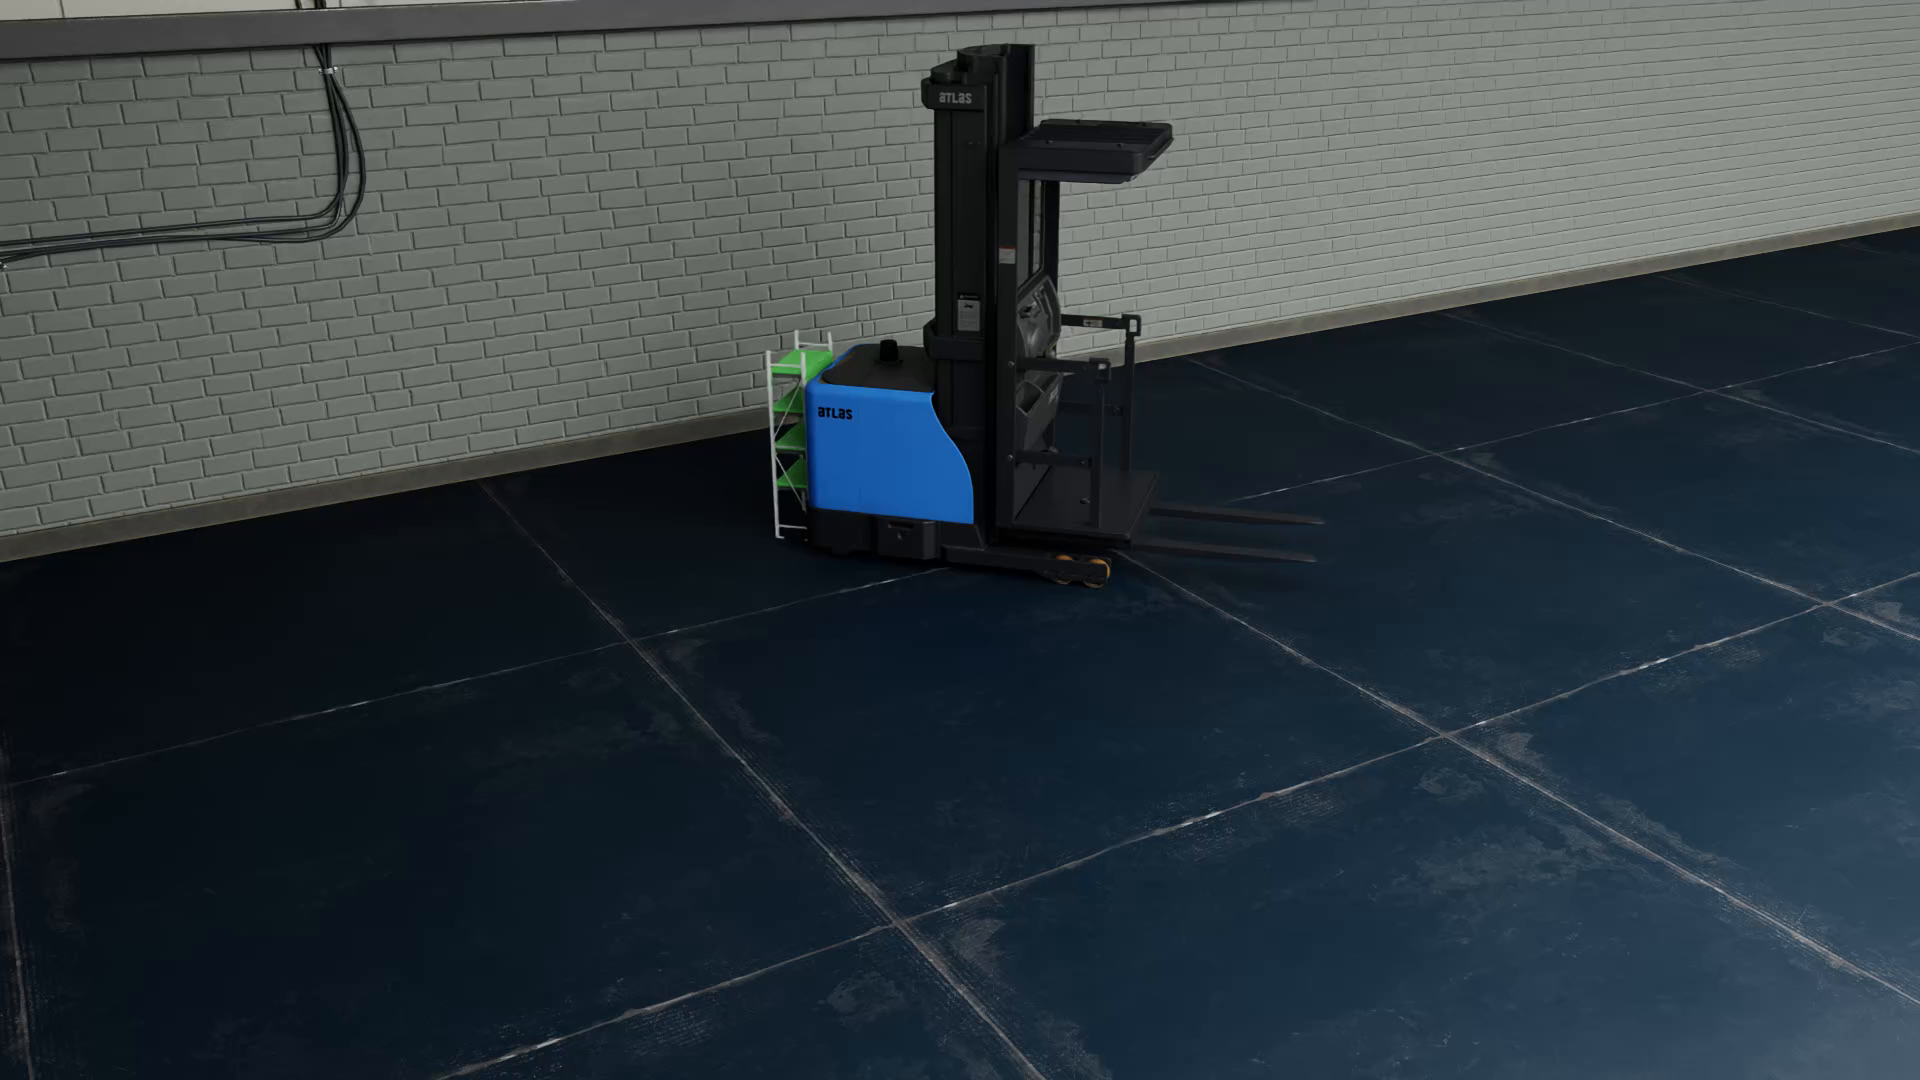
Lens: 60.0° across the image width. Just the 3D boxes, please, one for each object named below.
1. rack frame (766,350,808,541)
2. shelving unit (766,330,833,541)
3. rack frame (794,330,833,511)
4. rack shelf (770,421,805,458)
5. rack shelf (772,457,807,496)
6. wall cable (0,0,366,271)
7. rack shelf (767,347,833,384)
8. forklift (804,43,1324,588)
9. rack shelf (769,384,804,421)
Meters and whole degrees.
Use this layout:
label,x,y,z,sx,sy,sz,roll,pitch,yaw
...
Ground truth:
label,x,y,z,sx,sy,sz,roll,pitch,yaw
rack frame,-1.033,-0.561,10.096,0.240,1.200,0.015,5,23,14
shelving unit,-0.970,-0.650,10.314,0.258,1.200,0.503,5,23,14
rack frame,-0.908,-0.739,10.533,0.240,1.200,0.015,5,23,14
rack shelf,-0.970,-0.591,10.338,0.258,0.148,0.480,5,23,14
rack shelf,-0.968,-0.368,10.428,0.258,0.148,0.480,5,23,14
wall cable,-5.001,-2.753,9.259,3.097,2.526,0.112,-13,25,-28
rack shelf,-0.973,-1.036,10.158,0.258,0.148,0.480,5,23,14
forklift,0.647,-1.303,9.624,3.031,2.935,1.130,6,23,14
rack shelf,-0.972,-0.813,10.248,0.258,0.148,0.480,5,23,14
